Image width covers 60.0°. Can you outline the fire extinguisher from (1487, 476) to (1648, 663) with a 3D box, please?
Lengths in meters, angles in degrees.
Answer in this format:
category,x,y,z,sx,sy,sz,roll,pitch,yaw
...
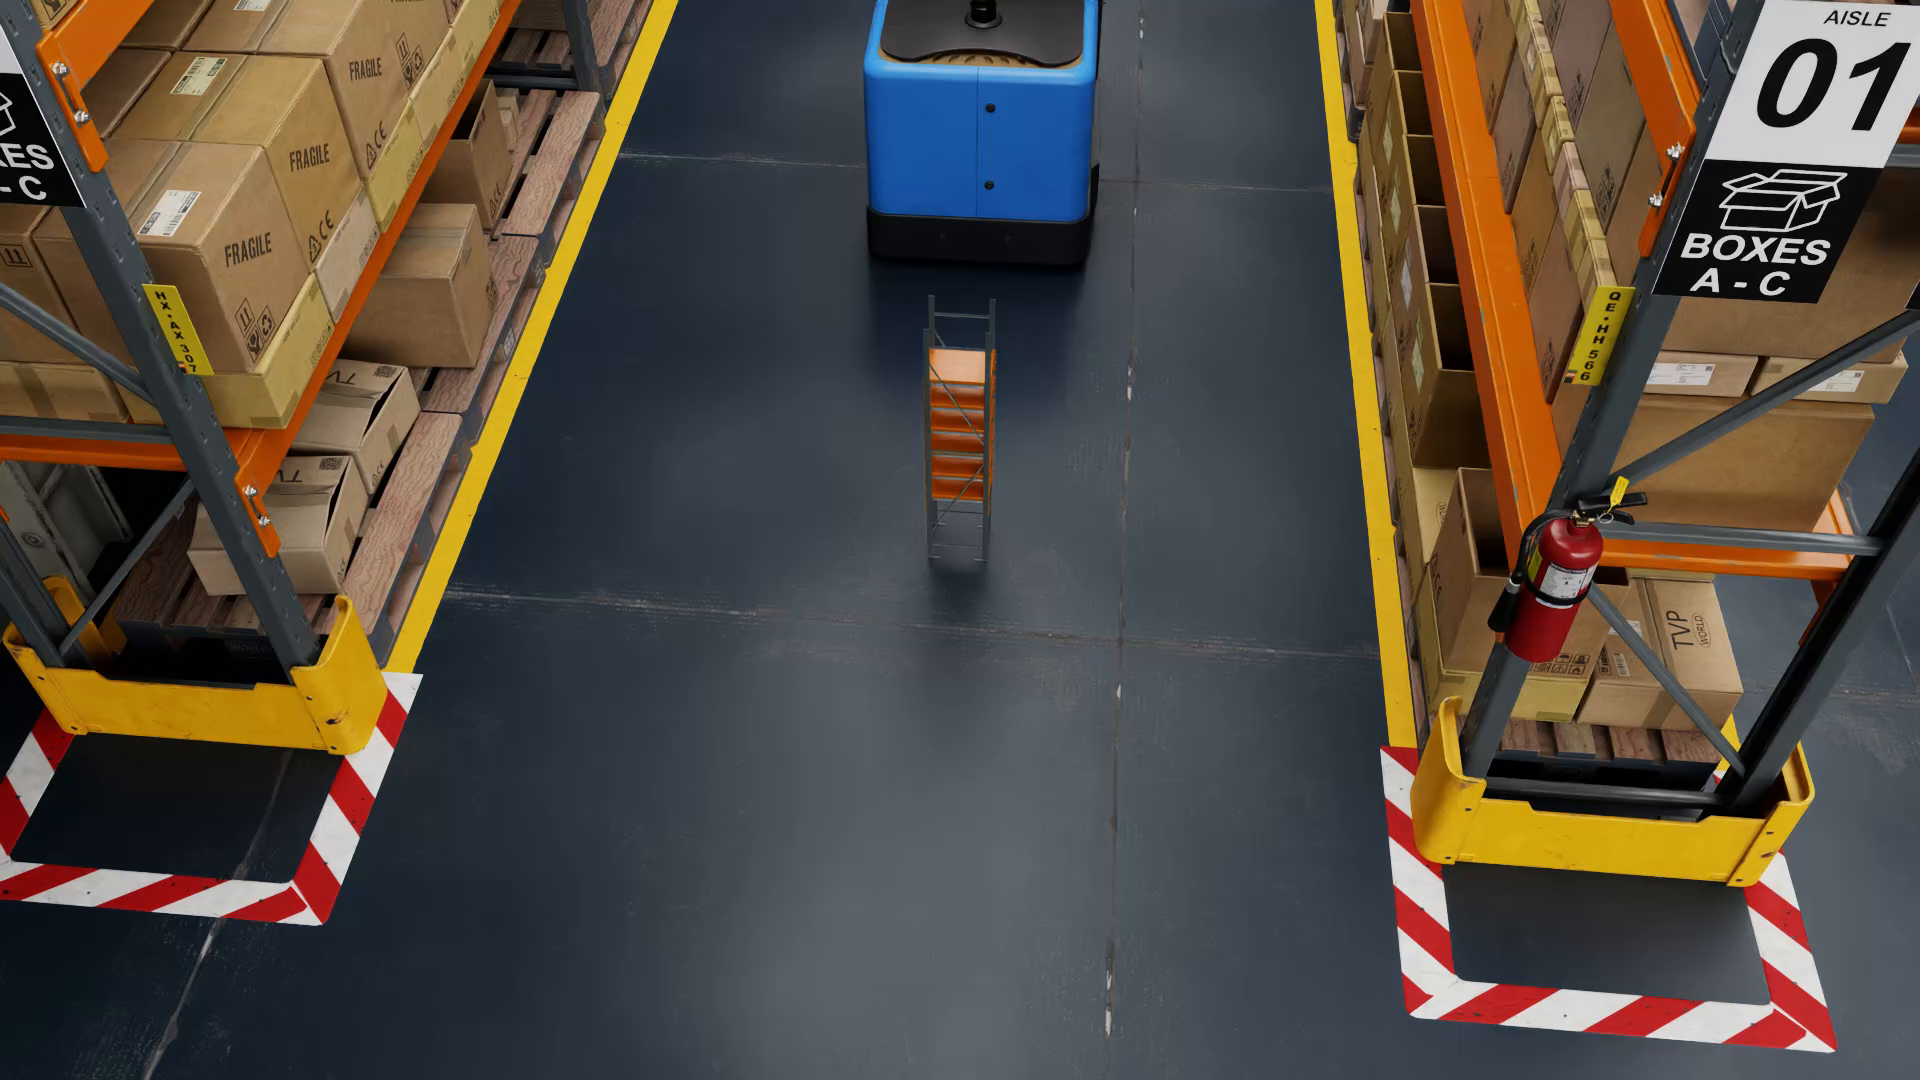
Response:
category,x,y,z,sx,sy,sz,roll,pitch,yaw
fire extinguisher,1.711,0.077,4.725,0.296,0.674,0.183,4,48,4

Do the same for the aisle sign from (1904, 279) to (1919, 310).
category,x,y,z,sx,sy,sz,roll,pitch,yaw
aisle sign,2.483,-0.813,3.725,0.394,0.787,0.004,4,48,4

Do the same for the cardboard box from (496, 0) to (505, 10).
category,x,y,z,sx,sy,sz,roll,pitch,yaw
cardboard box,-2.180,-2.497,7.115,0.500,0.250,0.500,4,48,4

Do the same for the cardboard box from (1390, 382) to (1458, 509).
category,x,y,z,sx,sy,sz,roll,pitch,yaw
cardboard box,2.016,-0.368,6.659,0.500,0.250,0.500,4,48,4

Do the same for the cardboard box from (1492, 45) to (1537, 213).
category,x,y,z,sx,sy,sz,roll,pitch,yaw
cardboard box,2.378,-1.518,6.064,0.700,0.500,0.500,5,48,5

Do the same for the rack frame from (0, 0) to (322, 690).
category,x,y,z,sx,sy,sz,roll,pitch,yaw
rack frame,-2.749,-0.335,5.050,1.000,3.000,0.127,4,48,4

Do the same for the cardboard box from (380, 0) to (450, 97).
category,x,y,z,sx,sy,sz,roll,pitch,yaw
cardboard box,-2.263,-1.997,6.149,0.500,0.500,0.500,5,48,5

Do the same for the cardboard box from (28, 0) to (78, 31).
category,x,y,z,sx,sy,sz,roll,pitch,yaw
cardboard box,-2.470,-1.617,4.108,0.500,0.500,0.500,5,48,5

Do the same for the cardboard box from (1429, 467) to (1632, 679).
category,x,y,z,sx,sy,sz,roll,pitch,yaw
cardboard box,1.937,0.114,5.709,0.500,0.500,0.500,4,48,4

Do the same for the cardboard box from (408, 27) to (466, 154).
category,x,y,z,sx,sy,sz,roll,pitch,yaw
cardboard box,-2.255,-1.756,6.438,0.500,0.250,0.500,4,48,4

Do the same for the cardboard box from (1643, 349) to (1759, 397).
category,x,y,z,sx,sy,sz,roll,pitch,yaw
cardboard box,2.029,-0.551,4.740,0.380,0.149,0.250,3,48,3

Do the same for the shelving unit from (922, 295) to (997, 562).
category,x,y,z,sx,sy,sz,roll,pitch,yaw
shelving unit,-0.001,-0.394,6.323,0.258,1.200,0.189,4,48,4

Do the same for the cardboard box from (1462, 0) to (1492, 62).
category,x,y,z,sx,sy,sz,roll,pitch,yaw
cardboard box,2.473,-2.263,6.745,0.700,0.500,0.500,3,48,3

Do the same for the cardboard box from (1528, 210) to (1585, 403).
category,x,y,z,sx,sy,sz,roll,pitch,yaw
cardboard box,2.282,-0.767,5.377,0.700,0.500,0.500,5,48,5

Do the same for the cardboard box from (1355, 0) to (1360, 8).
category,x,y,z,sx,sy,sz,roll,pitch,yaw
cardboard box,2.341,-3.047,8.728,0.500,0.311,0.500,5,48,5

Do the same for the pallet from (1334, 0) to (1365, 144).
category,x,y,z,sx,sy,sz,roll,pitch,yaw
pallet,2.577,-2.547,8.962,1.003,0.211,1.213,4,48,4

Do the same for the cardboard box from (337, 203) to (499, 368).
category,x,y,z,sx,sy,sz,roll,pitch,yaw
cardboard box,-2.428,-1.097,7.142,0.700,0.500,0.500,1,48,1

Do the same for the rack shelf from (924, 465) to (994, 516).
category,x,y,z,sx,sy,sz,roll,pitch,yaw
rack shelf,-0.001,-0.202,6.533,0.258,0.103,0.180,4,48,4

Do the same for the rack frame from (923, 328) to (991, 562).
category,x,y,z,sx,sy,sz,roll,pitch,yaw
rack frame,-0.010,-0.327,6.262,0.240,1.200,0.006,4,48,4

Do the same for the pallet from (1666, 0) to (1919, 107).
category,x,y,z,sx,sy,sz,roll,pitch,yaw
pallet,2.274,-1.505,4.147,1.003,0.211,1.213,4,48,4

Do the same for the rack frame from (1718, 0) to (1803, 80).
category,x,y,z,sx,sy,sz,roll,pitch,yaw
rack frame,2.184,-2.029,2.534,1.000,3.000,0.127,4,48,4

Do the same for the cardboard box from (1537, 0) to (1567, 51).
category,x,y,z,sx,sy,sz,roll,pitch,yaw
cardboard box,2.377,-1.983,5.610,0.700,0.500,0.500,4,48,4

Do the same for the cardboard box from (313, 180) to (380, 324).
category,x,y,z,sx,sy,sz,roll,pitch,yaw
cardboard box,-2.356,-1.011,5.756,0.500,0.250,0.500,3,48,2

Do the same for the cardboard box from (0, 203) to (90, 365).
category,x,y,z,sx,sy,sz,roll,pitch,yaw
cardboard box,-2.918,-0.905,5.151,0.500,0.500,0.500,3,48,3

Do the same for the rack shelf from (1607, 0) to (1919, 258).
category,x,y,z,sx,sy,sz,roll,pitch,yaw
rack shelf,2.366,-2.244,5.250,1.077,0.370,4.000,4,48,4

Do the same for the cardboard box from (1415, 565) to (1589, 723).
category,x,y,z,sx,sy,sz,roll,pitch,yaw
cardboard box,1.939,0.368,5.986,0.500,0.250,0.500,4,48,4

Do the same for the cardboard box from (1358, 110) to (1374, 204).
category,x,y,z,sx,sy,sz,roll,pitch,yaw
cardboard box,2.204,-1.837,8.002,0.500,0.250,0.500,4,48,4

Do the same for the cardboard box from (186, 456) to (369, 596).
category,x,y,z,sx,sy,sz,roll,pitch,yaw
cardboard box,-2.597,-0.078,6.339,0.500,0.311,0.500,-1,48,-1

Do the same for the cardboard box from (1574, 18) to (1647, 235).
category,x,y,z,sx,sy,sz,roll,pitch,yaw
cardboard box,2.287,-1.244,4.934,0.700,0.500,0.500,3,48,3

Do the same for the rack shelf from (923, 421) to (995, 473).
category,x,y,z,sx,sy,sz,roll,pitch,yaw
rack shelf,-0.001,-0.364,6.356,0.258,0.103,0.180,4,48,4

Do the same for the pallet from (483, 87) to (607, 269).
category,x,y,z,sx,sy,sz,roll,pitch,yaw
pallet,-2.411,-1.837,8.313,1.003,0.211,1.213,4,48,4

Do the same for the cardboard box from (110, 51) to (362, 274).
category,x,y,z,sx,sy,sz,roll,pitch,yaw
cardboard box,-2.352,-1.237,5.455,0.500,0.500,0.500,4,48,4

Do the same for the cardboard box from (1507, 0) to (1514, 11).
category,x,y,z,sx,sy,sz,roll,pitch,yaw
cardboard box,2.218,-2.065,6.125,0.380,0.149,0.250,3,48,2

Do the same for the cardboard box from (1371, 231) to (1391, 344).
category,x,y,z,sx,sy,sz,roll,pitch,yaw
cardboard box,2.103,-1.103,7.331,0.500,0.250,0.500,4,48,4

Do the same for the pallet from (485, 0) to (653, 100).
category,x,y,z,sx,sy,sz,roll,pitch,yaw
pallet,-2.315,-2.906,9.290,1.003,0.211,1.213,4,48,4

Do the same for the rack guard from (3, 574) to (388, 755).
category,x,y,z,sx,sy,sz,roll,pitch,yaw
rack guard,-2.743,0.453,6.023,1.175,0.500,0.348,4,48,4

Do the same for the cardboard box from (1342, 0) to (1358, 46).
category,x,y,z,sx,sy,sz,roll,pitch,yaw
cardboard box,2.346,-2.854,8.932,0.500,0.250,0.500,3,48,3

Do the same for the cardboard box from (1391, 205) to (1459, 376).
category,x,y,z,sx,sy,sz,roll,pitch,yaw
cardboard box,2.060,-0.989,6.718,0.500,0.500,0.500,4,48,4

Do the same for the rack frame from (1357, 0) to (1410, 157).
category,x,y,z,sx,sy,sz,roll,pitch,yaw
rack frame,2.549,-2.944,7.436,1.000,3.000,0.127,4,48,4

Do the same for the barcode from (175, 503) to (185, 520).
category,x,y,z,sx,sy,sz,roll,pitch,yaw
barcode,-2.993,-0.122,6.372,0.001,0.075,0.075,4,48,4

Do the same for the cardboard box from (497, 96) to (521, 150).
category,x,y,z,sx,sy,sz,roll,pitch,yaw
cardboard box,-2.404,-2.072,8.260,0.380,0.166,0.250,-2,48,-2

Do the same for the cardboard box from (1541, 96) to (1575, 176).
category,x,y,z,sx,sy,sz,roll,pitch,yaw
cardboard box,2.123,-1.309,5.433,0.380,0.149,0.250,5,48,5

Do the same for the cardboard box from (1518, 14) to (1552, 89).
category,x,y,z,sx,sy,sz,roll,pitch,yaw
cardboard box,2.168,-1.691,5.782,0.380,0.149,0.250,3,48,3

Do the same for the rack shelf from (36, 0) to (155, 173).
category,x,y,z,sx,sy,sz,roll,pitch,yaw
rack shelf,-2.567,-2.574,5.552,1.077,0.370,4.000,4,48,4

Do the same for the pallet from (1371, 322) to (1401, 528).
category,x,y,z,sx,sy,sz,roll,pitch,yaw
pallet,2.326,-0.522,7.111,1.003,0.211,1.213,4,48,4

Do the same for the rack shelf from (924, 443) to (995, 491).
category,x,y,z,sx,sy,sz,roll,pitch,yaw
rack shelf,-0.001,-0.283,6.445,0.258,0.103,0.180,4,48,4

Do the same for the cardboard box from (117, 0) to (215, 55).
category,x,y,z,sx,sy,sz,roll,pitch,yaw
cardboard box,-2.820,-1.654,5.836,0.500,0.500,0.500,3,48,2

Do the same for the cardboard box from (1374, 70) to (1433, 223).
category,x,y,z,sx,sy,sz,roll,pitch,yaw
cardboard box,2.157,-1.723,7.390,0.500,0.500,0.500,4,48,4

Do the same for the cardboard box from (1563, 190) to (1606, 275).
category,x,y,z,sx,sy,sz,roll,pitch,yaw
cardboard box,2.075,-0.931,5.088,0.380,0.149,0.250,3,48,3

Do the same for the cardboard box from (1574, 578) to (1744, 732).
category,x,y,z,sx,sy,sz,roll,pitch,yaw
cardboard box,2.454,0.402,5.954,0.500,0.250,0.500,4,48,4

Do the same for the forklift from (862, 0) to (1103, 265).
category,x,y,z,sx,sy,sz,roll,pitch,yaw
forklift,0.186,-3.380,7.881,1.130,2.935,3.031,3,48,3

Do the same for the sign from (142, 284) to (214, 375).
category,x,y,z,sx,sy,sz,roll,pitch,yaw
sign,-2.209,-0.591,4.697,0.100,0.325,0.005,4,48,4
